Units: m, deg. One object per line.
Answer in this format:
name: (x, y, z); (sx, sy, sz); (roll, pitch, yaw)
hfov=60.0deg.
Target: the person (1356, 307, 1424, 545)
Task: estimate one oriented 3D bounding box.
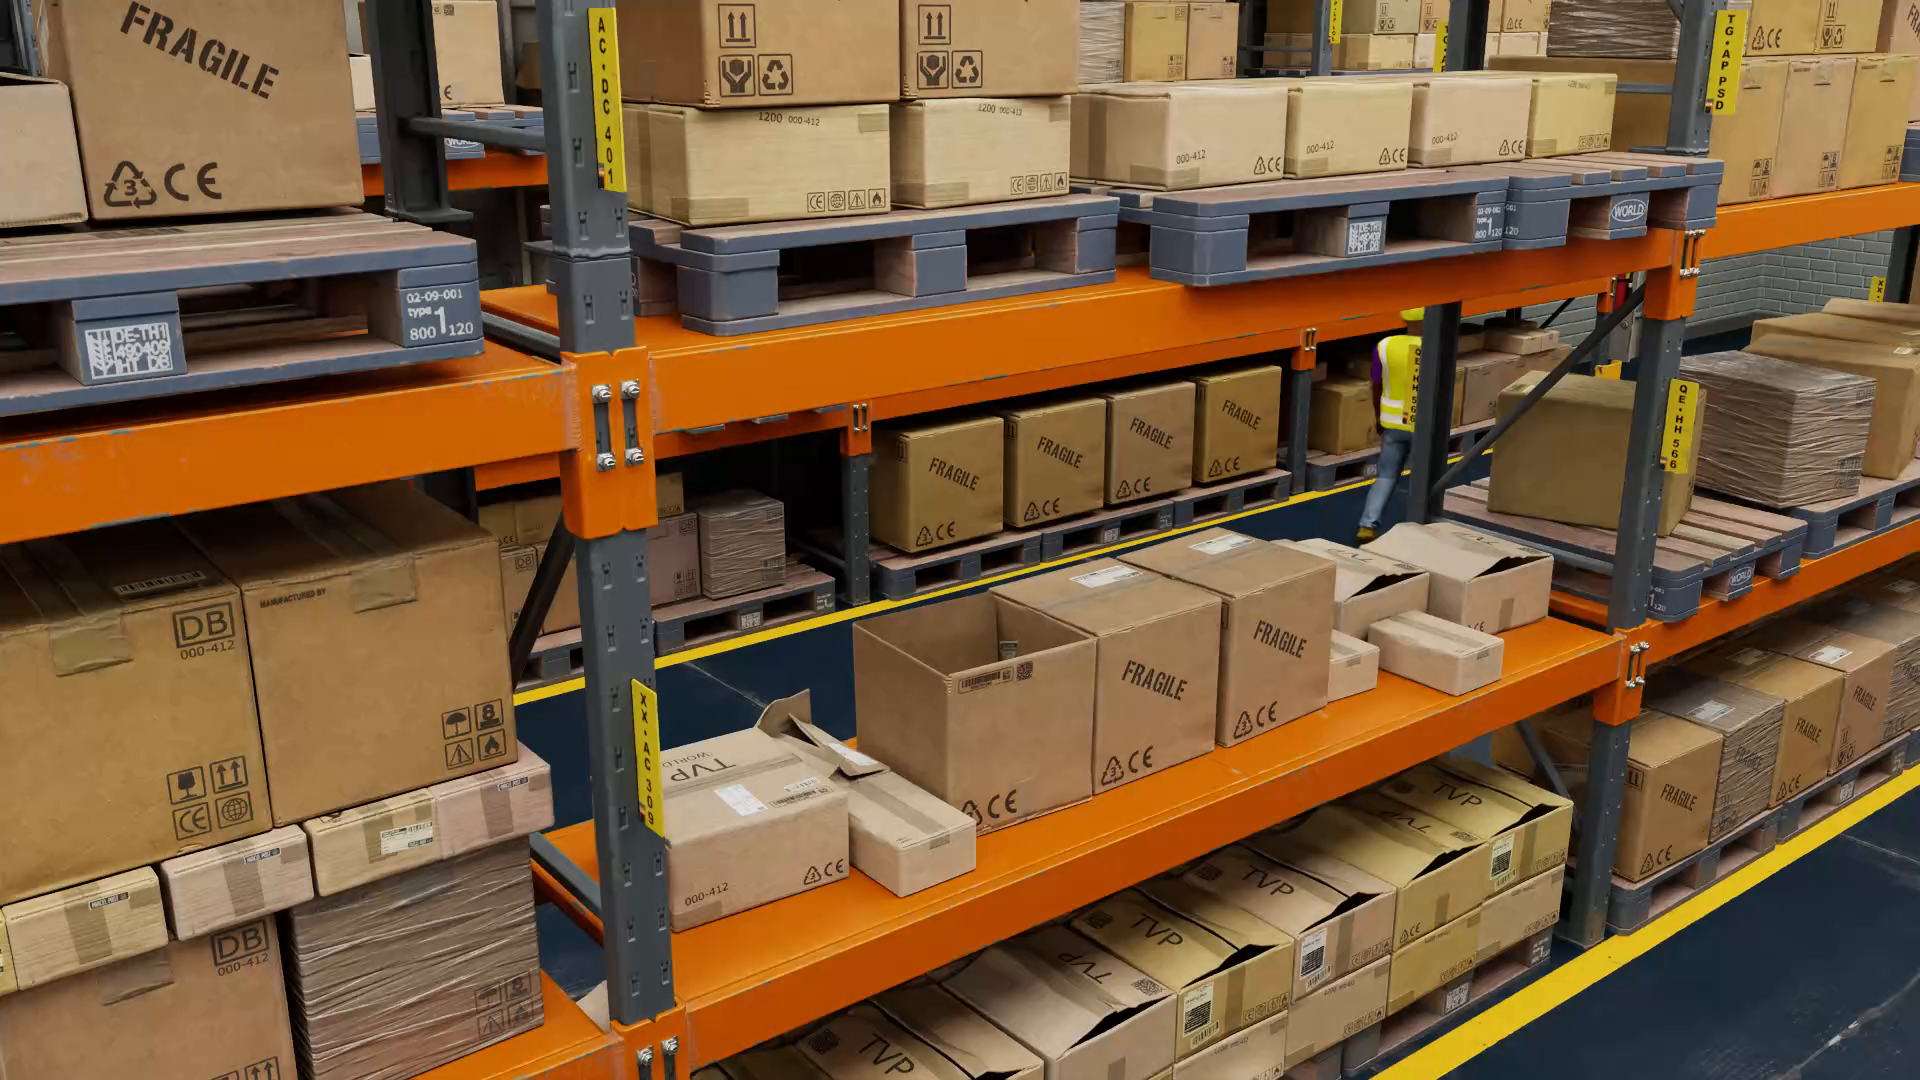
person: (2.944, -0.759, 10.891); (0.566, 1.732, 0.951); (12, 21, 33)
